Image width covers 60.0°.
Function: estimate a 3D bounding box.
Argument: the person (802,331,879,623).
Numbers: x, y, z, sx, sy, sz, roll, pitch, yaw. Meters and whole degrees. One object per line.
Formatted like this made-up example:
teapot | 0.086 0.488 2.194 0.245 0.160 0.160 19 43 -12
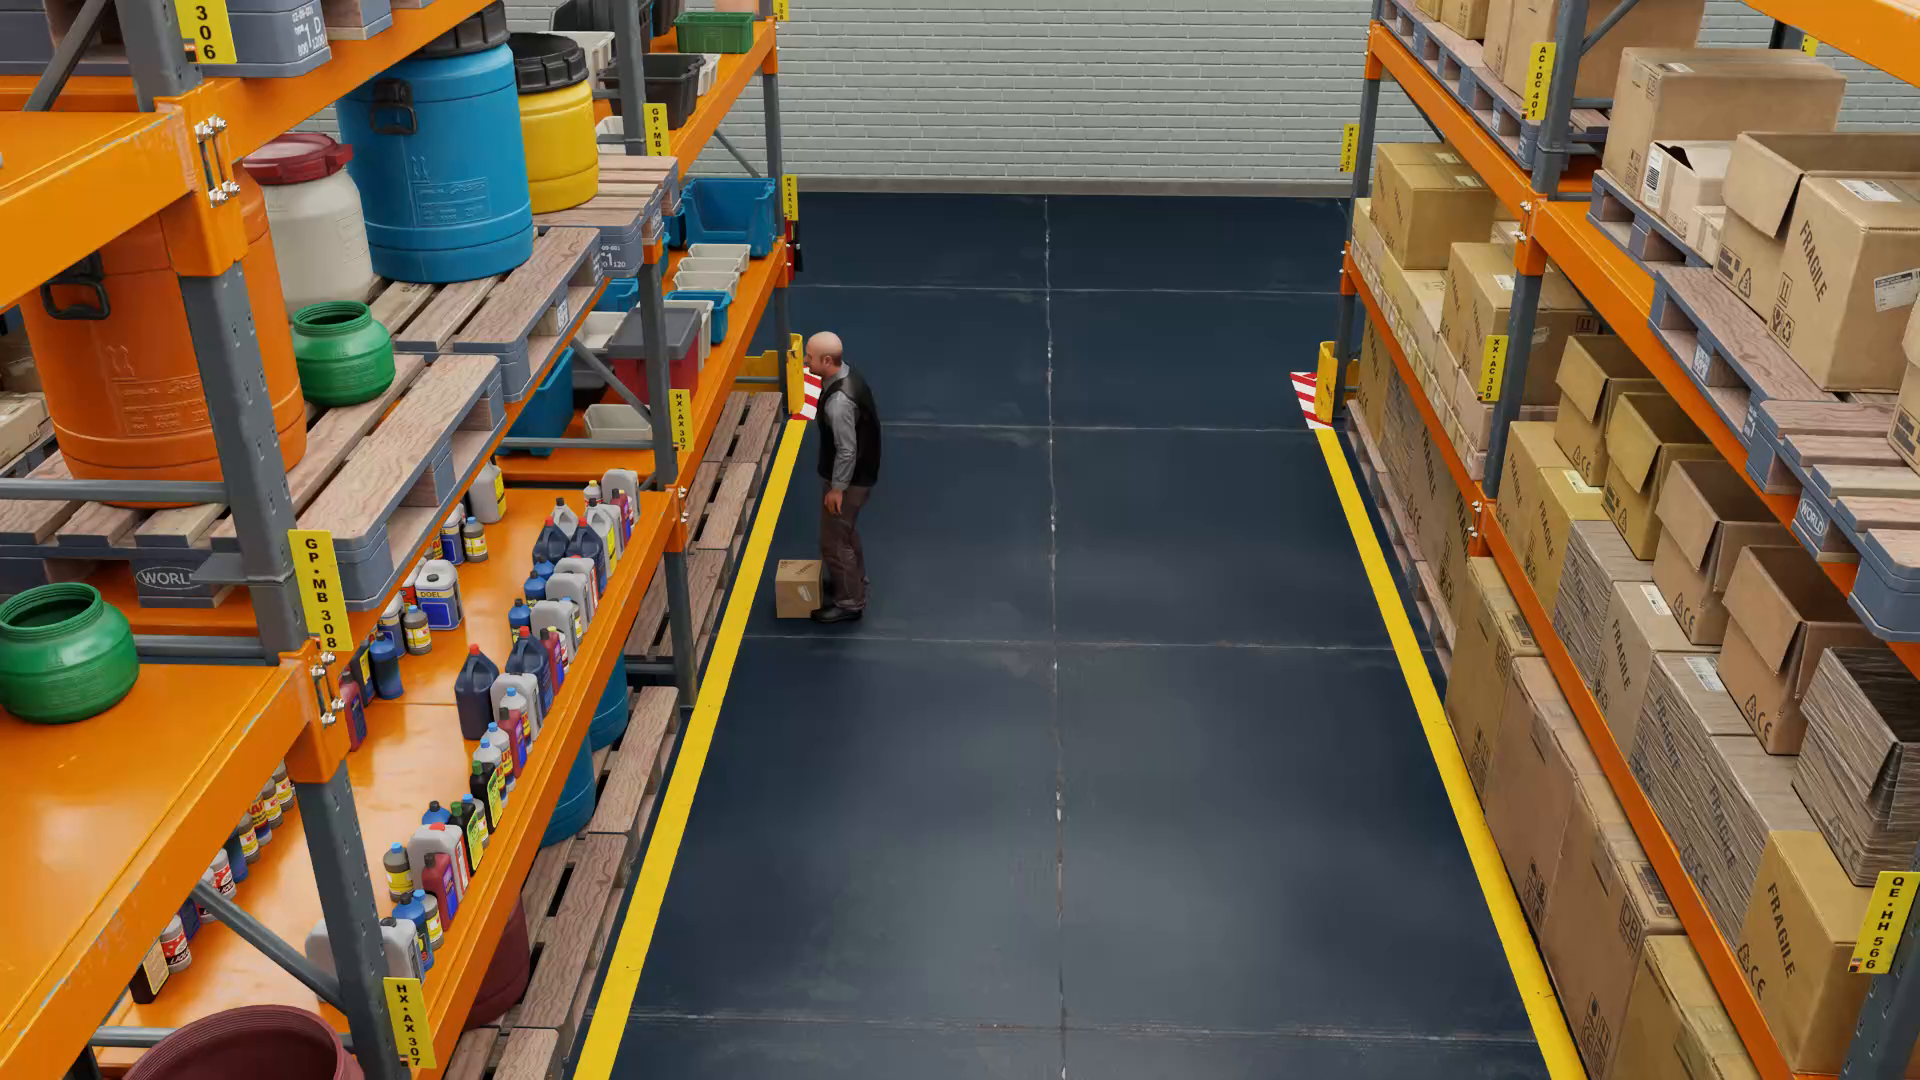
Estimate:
person | -0.657 -0.363 9.334 0.420 1.722 0.593 0 28 -1
